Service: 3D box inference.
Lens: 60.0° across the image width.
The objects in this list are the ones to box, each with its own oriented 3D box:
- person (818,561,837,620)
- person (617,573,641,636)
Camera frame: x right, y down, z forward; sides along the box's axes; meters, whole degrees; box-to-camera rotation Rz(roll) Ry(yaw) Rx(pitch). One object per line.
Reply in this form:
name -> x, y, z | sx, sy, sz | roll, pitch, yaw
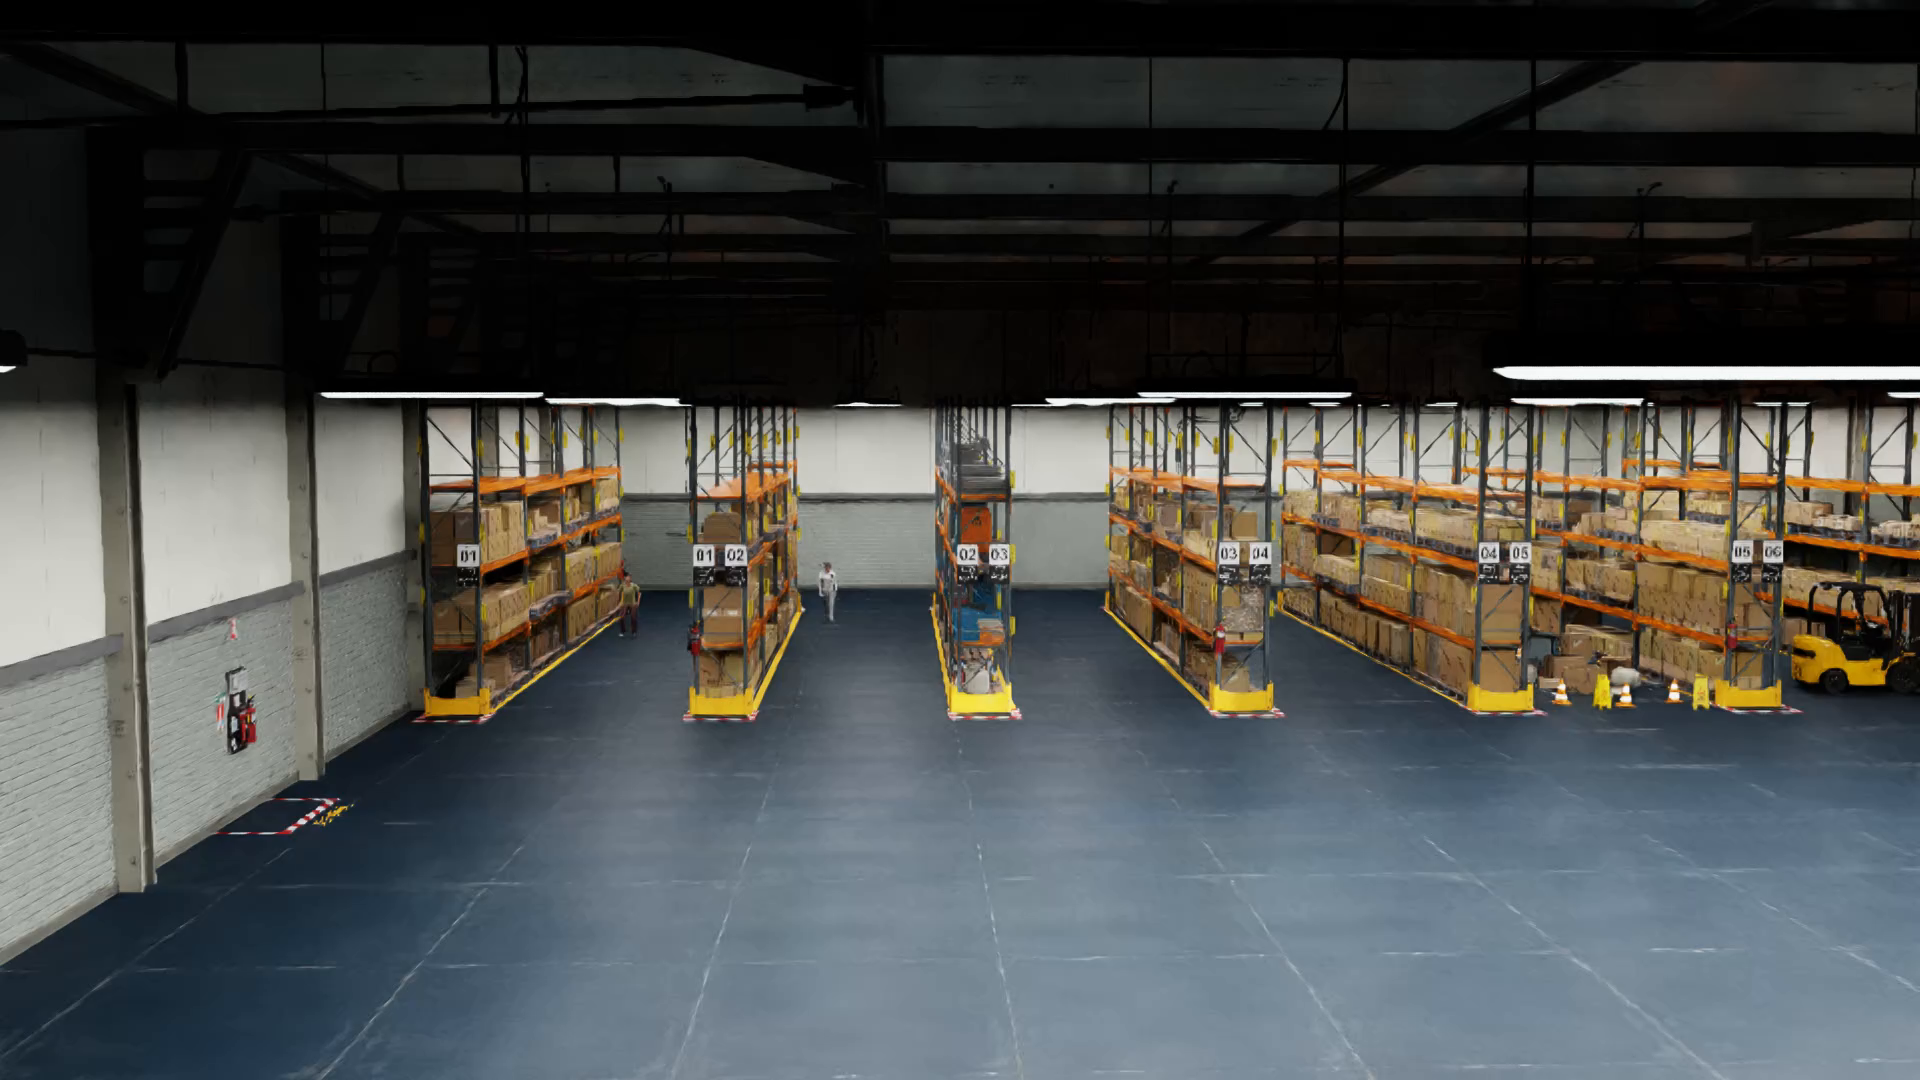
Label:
person -> -3.600, 1.357, 45.153 | 0.495, 1.589, 1.086 | 0, 4, 0
person -> -8.347, 1.629, 41.922 | 0.598, 1.608, 0.507 | 0, 5, -4
